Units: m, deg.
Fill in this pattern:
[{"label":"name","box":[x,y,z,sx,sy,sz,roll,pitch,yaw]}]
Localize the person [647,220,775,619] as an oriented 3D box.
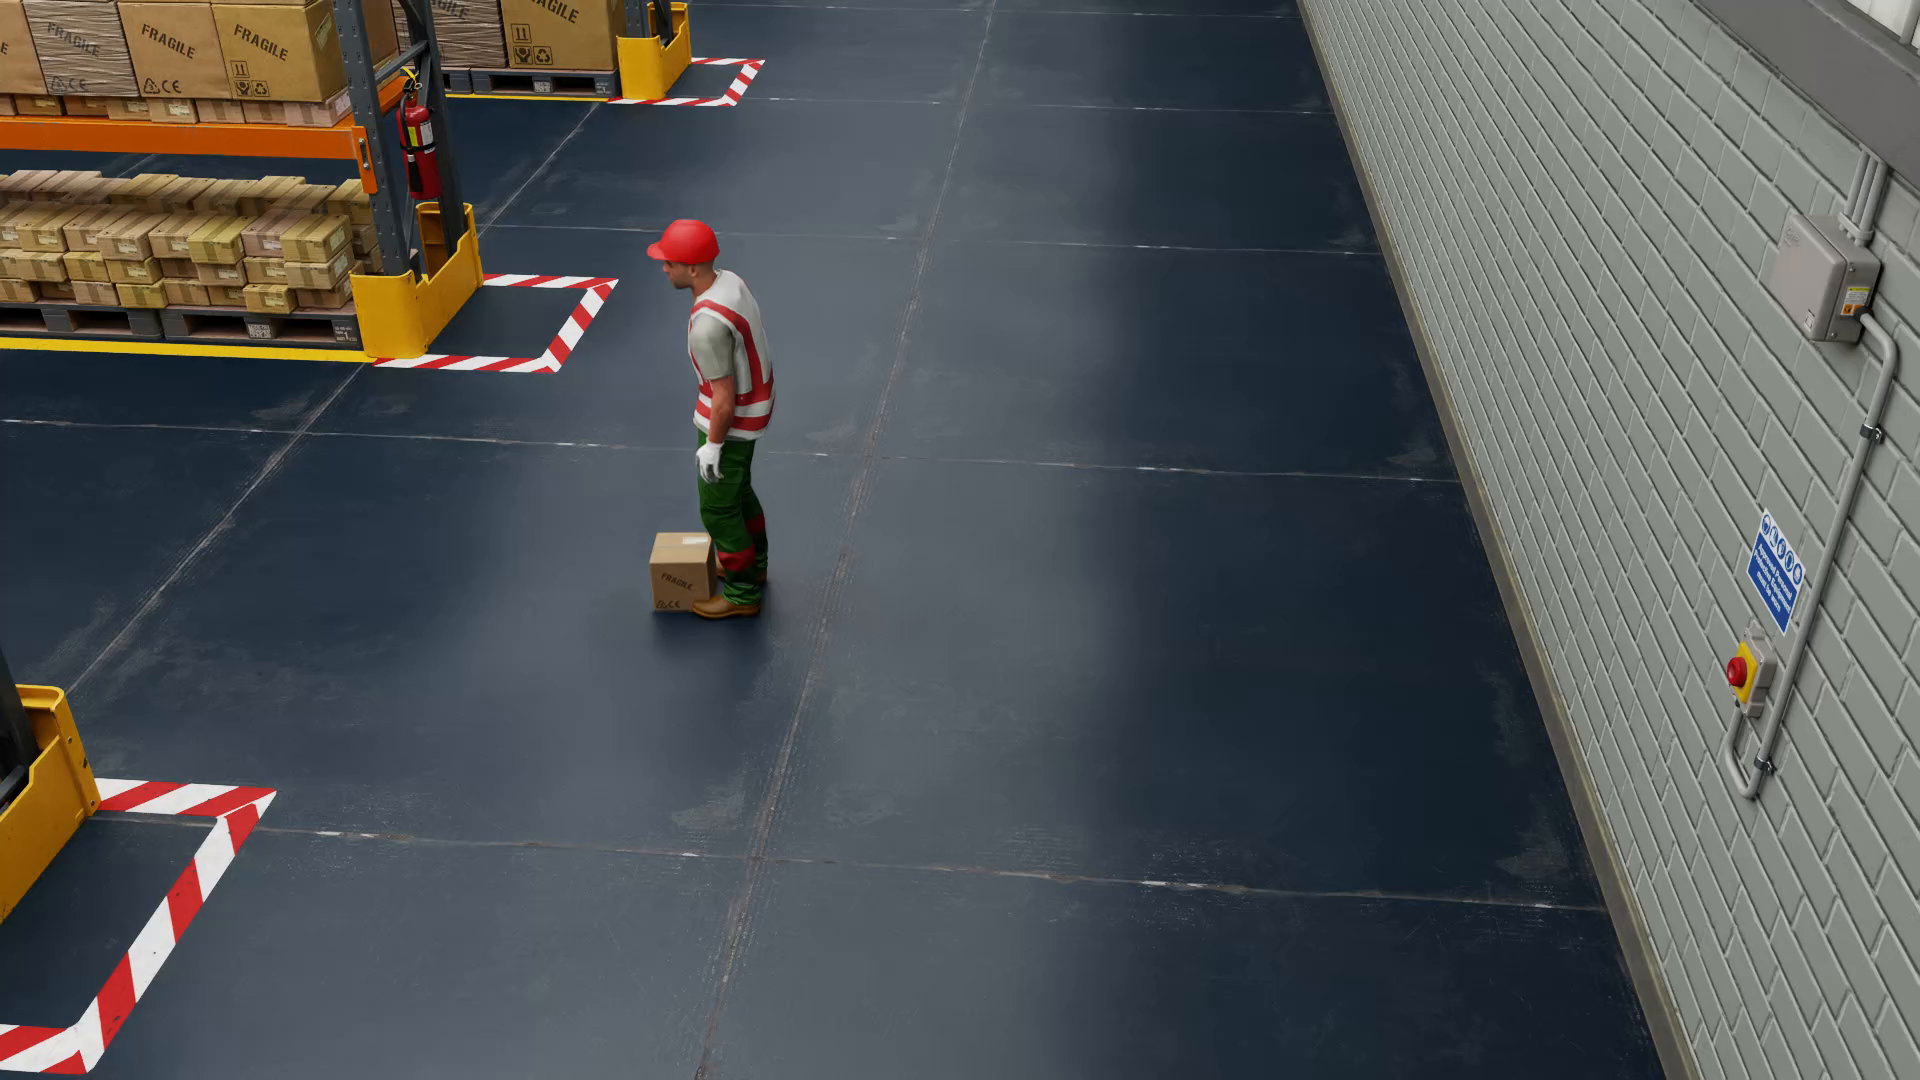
[{"label":"person","box":[-0.997,-0.496,6.927,0.453,1.777,0.608,1,32,2]}]
